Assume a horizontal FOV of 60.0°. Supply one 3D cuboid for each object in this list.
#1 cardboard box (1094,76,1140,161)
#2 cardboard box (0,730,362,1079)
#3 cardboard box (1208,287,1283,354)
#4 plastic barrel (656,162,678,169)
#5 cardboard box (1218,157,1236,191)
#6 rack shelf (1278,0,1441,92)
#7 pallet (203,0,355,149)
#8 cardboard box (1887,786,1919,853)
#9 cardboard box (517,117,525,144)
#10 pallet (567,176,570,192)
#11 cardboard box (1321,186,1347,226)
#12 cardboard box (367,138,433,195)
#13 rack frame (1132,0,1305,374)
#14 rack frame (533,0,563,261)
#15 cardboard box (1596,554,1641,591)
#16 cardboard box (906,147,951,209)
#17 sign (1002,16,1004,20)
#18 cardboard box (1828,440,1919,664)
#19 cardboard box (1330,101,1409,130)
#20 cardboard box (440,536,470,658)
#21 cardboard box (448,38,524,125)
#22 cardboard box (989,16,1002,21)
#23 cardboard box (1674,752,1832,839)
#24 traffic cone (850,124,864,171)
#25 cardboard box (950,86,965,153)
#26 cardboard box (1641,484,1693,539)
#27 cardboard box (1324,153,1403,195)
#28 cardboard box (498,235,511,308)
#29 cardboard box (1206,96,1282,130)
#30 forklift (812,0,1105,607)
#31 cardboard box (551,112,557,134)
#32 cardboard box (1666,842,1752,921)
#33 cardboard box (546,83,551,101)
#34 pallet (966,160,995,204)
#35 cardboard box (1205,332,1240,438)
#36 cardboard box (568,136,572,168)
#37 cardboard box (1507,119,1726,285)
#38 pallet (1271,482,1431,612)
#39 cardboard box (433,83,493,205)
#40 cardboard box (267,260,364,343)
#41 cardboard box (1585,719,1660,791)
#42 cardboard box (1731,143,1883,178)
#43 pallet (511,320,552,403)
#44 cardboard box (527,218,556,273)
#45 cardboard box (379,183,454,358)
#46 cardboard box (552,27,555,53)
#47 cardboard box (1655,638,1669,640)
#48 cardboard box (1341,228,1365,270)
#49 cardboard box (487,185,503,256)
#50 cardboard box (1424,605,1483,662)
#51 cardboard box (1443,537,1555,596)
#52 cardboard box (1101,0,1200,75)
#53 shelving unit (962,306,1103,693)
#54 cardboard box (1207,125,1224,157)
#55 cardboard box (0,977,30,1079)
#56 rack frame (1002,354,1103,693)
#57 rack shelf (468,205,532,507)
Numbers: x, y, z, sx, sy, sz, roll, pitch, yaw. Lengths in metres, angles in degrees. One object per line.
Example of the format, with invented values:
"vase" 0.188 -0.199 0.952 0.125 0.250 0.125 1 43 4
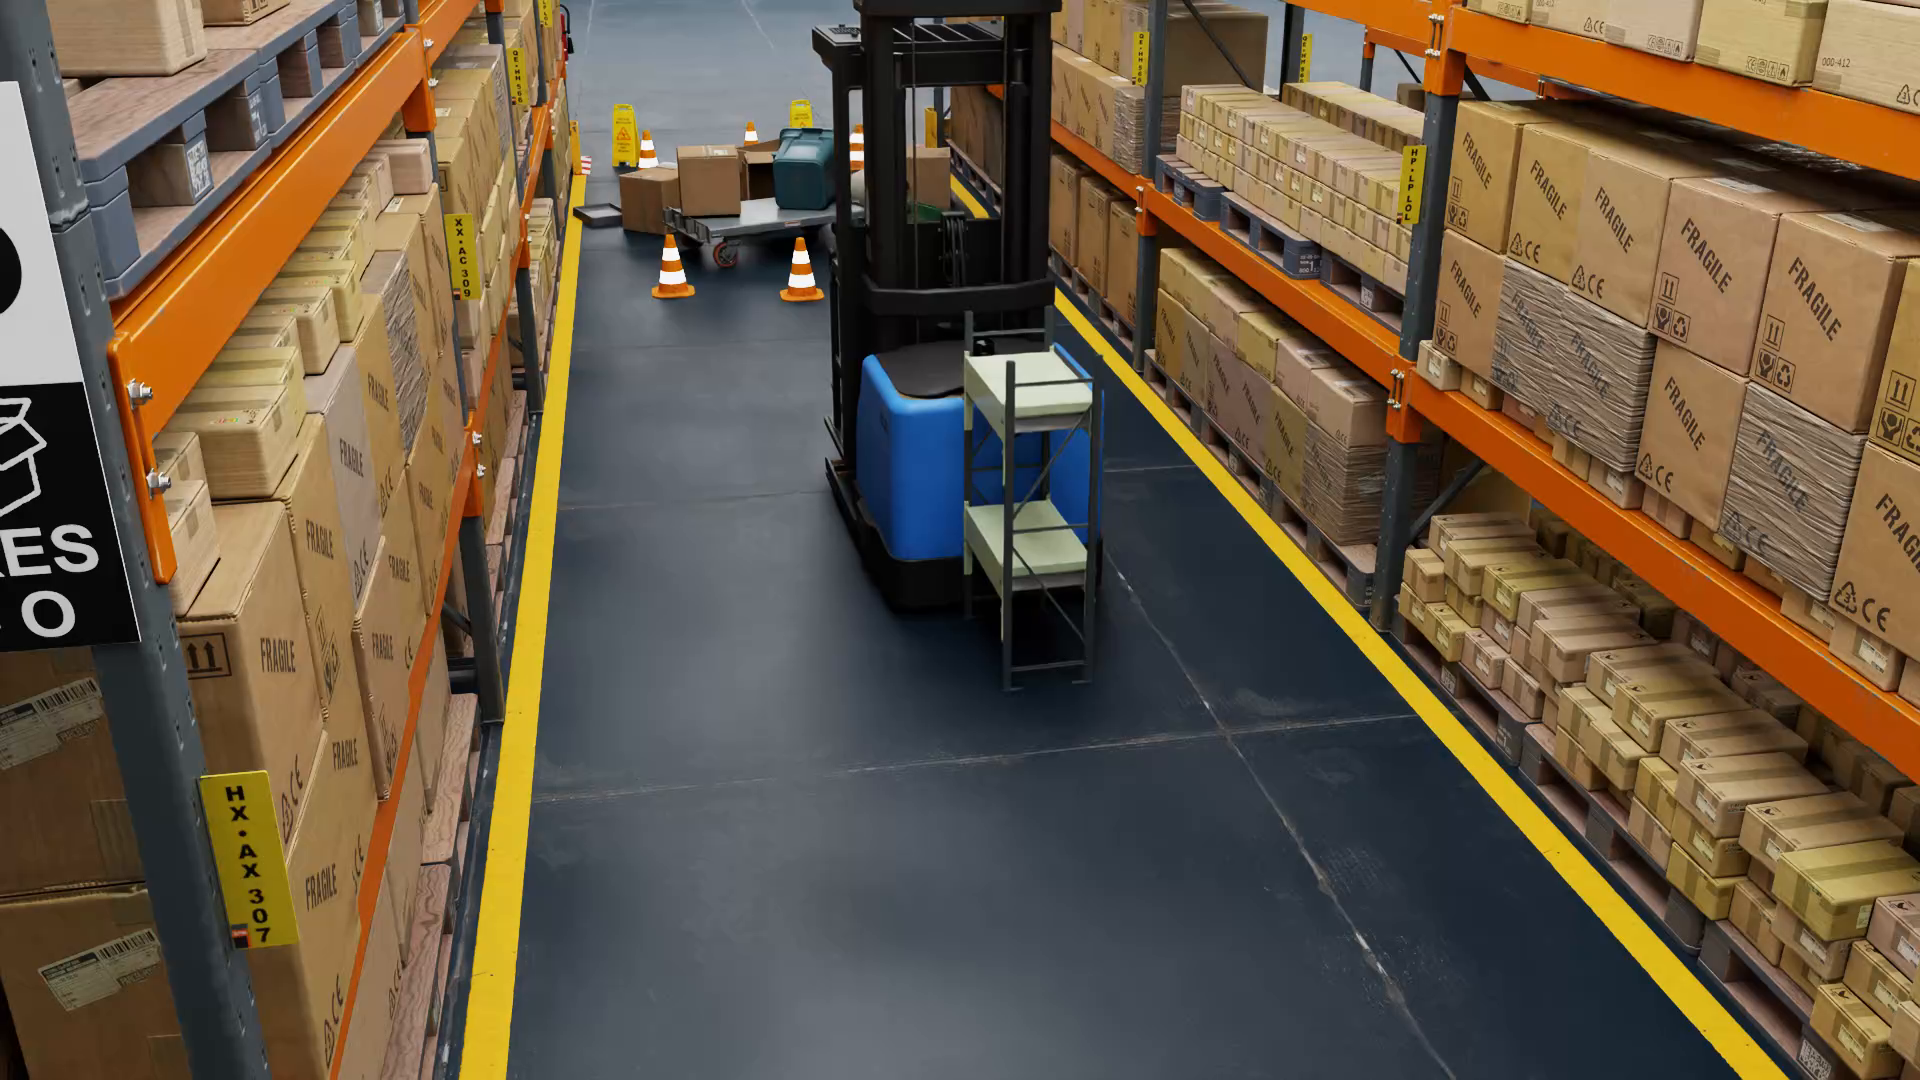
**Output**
"cardboard box" 1.253 -2.968 11.673 0.500 0.500 0.500 -4 24 -10
"cardboard box" -1.482 0.728 3.209 0.500 0.500 0.500 -4 24 -10
"cardboard box" 1.753 -1.275 9.583 0.500 0.250 0.500 -4 24 -9
"plastic barrel" -2.765 -3.428 16.070 0.512 0.421 0.421 13 27 27
"cardboard box" 1.727 -2.137 9.685 0.380 0.149 0.250 -3 24 -7
"rack shelf" 2.061 -2.827 8.626 1.077 0.370 4.000 -4 24 -10
"pallet" -2.052 -1.122 3.933 1.003 0.211 1.213 -4 24 -10
"cardboard box" 3.190 0.889 5.261 0.380 0.149 0.250 -5 24 -12
"cardboard box" -3.088 -2.716 11.010 0.380 0.149 0.250 -4 24 -9
"pallet" -4.505 -3.679 16.910 1.003 0.211 1.213 -4 24 -10
"cardboard box" 2.015 -1.659 8.219 0.380 0.149 0.250 -5 24 -11
"cardboard box" -2.046 -1.293 5.777 0.380 0.149 0.250 -5 24 -11
"rack frame" 1.691 -2.568 10.883 1.000 3.000 0.127 -4 24 -10
"rack frame" -3.895 -3.736 13.556 1.000 3.000 0.127 -4 24 -10
"cardboard box" 2.891 0.162 6.925 0.380 0.149 0.250 -5 24 -10
"cardboard box" -0.344 -3.532 16.209 0.500 0.500 0.500 0 24 -1
"sign" 0.406 -4.533 14.201 0.100 0.325 0.005 -4 24 -10
"cardboard box" 2.744 0.035 4.425 0.500 0.500 0.500 -5 24 -11
"cardboard box" 2.378 -2.453 9.664 0.380 0.149 0.250 -4 24 -8
"cardboard box" -2.609 -0.046 7.237 0.875 0.875 0.875 -4 24 -8
"cardboard box" -3.114 -2.936 10.702 0.500 0.500 0.500 -3 24 -7
"cardboard box" 0.747 -4.569 15.277 0.875 0.550 0.550 -4 24 -10
"cardboard box" 2.571 0.827 5.404 0.380 0.149 0.250 -3 24 -8
"traffic cone" -1.086 -4.239 17.877 0.336 0.463 0.334 -4 24 -10
"cardboard box" 0.402 -4.672 17.830 0.875 0.875 0.875 -4 24 -9
"cardboard box" 2.548 -0.128 5.609 0.380 0.149 0.250 -3 24 -8
"cardboard box" 2.019 -1.799 8.168 0.380 0.149 0.250 -4 24 -10
"cardboard box" -2.497 -1.316 8.204 0.500 0.250 0.500 -5 24 -11
"cardboard box" 1.679 -2.520 9.818 0.380 0.149 0.250 -4 24 -10
"forklift" -0.141 -1.589 8.725 1.130 2.935 3.031 -5 24 -12
"cardboard box" -3.703 -3.615 14.442 0.380 0.149 0.250 -4 24 -9
"cardboard box" 2.589 1.105 5.510 0.380 0.149 0.250 -5 24 -12
"cardboard box" -3.638 -3.768 13.944 0.380 0.149 0.250 -4 24 -10
"pallet" 0.659 -3.650 16.843 1.003 0.211 1.213 -4 24 -10
"cardboard box" 1.767 -0.919 9.705 0.500 0.500 0.500 -5 24 -11
"cardboard box" -4.216 -3.934 16.920 0.500 0.250 0.500 -4 24 -10
"cardboard box" 2.385 -1.237 6.089 0.500 0.500 0.500 -5 24 -11
"pallet" 2.285 -0.023 8.540 1.003 0.211 1.213 -4 24 -10
"cardboard box" -2.528 -1.886 7.946 0.500 0.500 0.500 -5 24 -11
"cardboard box" -1.715 -0.590 4.169 0.380 0.149 0.250 -5 24 -11
"cardboard box" 2.479 0.754 5.941 0.380 0.149 0.250 -4 24 -9
"cardboard box" 2.965 -1.065 5.695 0.500 0.500 0.500 -4 24 -8
"pallet" -3.298 -1.192 11.215 1.003 0.211 1.213 -4 24 -10
"cardboard box" -3.659 -2.235 12.879 0.950 0.372 0.625 -3 24 -6
"cardboard box" -2.057 -0.928 5.753 0.500 0.500 0.500 -5 24 -10
"cardboard box" -4.011 -4.703 15.274 0.500 0.500 0.500 -4 24 -9
"cardboard box" 2.880 0.398 6.756 0.380 0.149 0.250 -4 24 -9
"cardboard box" 2.070 -1.414 8.030 0.380 0.149 0.250 -4 24 -10
"cardboard box" -2.506 -1.546 8.104 0.500 0.250 0.500 -5 24 -11
"cardboard box" 2.231 0.391 7.145 0.380 0.149 0.250 -4 24 -8
"cardboard box" 2.283 0.110 7.045 0.380 0.149 0.250 -3 24 -7
"cardboard box" 1.426 -3.650 11.986 0.700 0.500 0.500 -5 24 -11
"shelving unit" 0.299 -0.187 7.303 0.431 1.500 0.755 -5 24 -12
"cardboard box" 1.688 -2.366 9.837 0.380 0.149 0.250 -5 24 -11
"cardboard box" -2.025 0.768 3.118 0.500 0.500 0.500 -4 24 -9
"rack frame" 0.381 -0.044 6.977 0.400 1.500 0.023 -5 24 -12
"rack shelf" -2.785 -1.046 8.296 1.077 0.370 4.000 -4 24 -10
